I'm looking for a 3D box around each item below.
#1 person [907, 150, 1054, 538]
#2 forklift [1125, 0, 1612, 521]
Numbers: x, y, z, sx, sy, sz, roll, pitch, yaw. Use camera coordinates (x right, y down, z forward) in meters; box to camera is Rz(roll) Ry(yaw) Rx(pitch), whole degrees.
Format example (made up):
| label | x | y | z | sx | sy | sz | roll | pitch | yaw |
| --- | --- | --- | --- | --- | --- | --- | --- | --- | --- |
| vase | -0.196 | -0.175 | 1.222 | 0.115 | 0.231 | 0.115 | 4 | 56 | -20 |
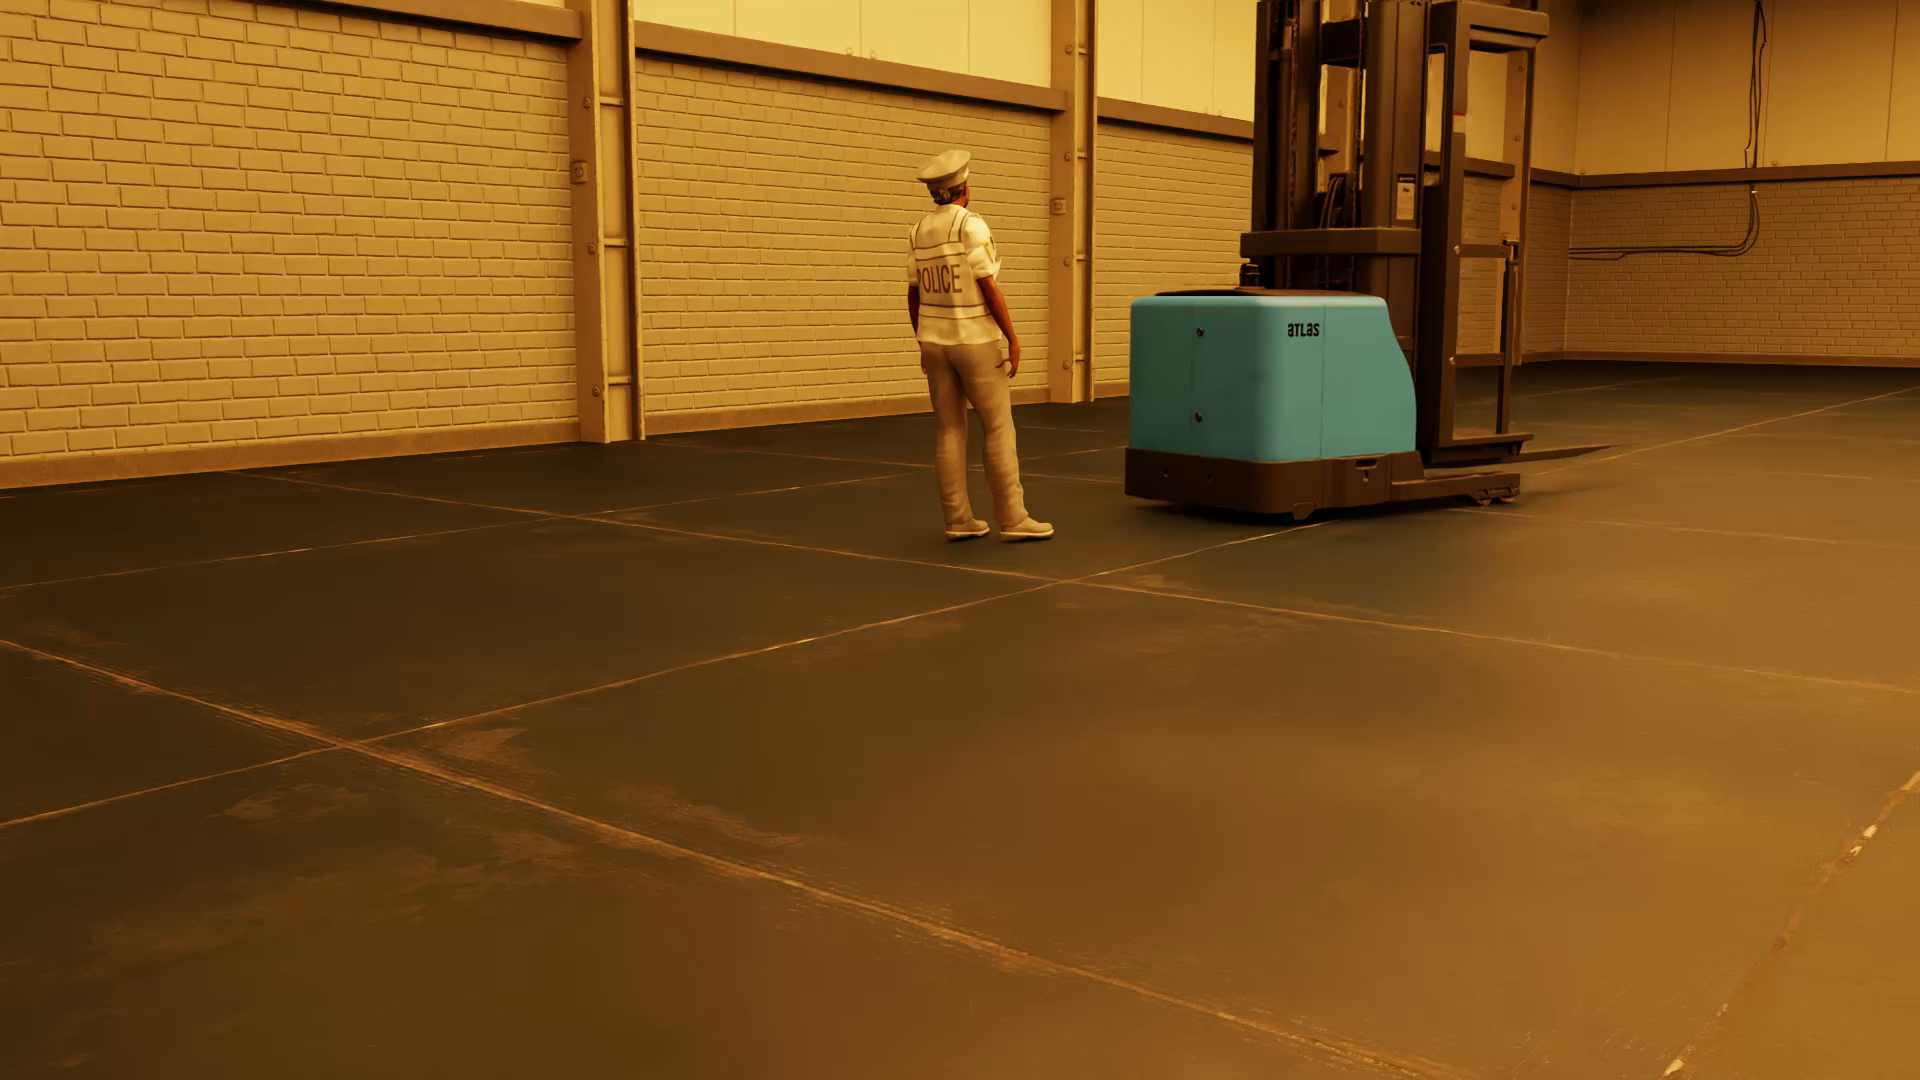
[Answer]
| label | x | y | z | sx | sy | sz | roll | pitch | yaw |
| --- | --- | --- | --- | --- | --- | --- | --- | --- | --- |
| person | 0.062 | -0.853 | 7.327 | 0.570 | 1.697 | 0.528 | 7 | 11 | 38 |
| forklift | 2.337 | -1.685 | 8.794 | 3.031 | 2.935 | 1.130 | -6 | 10 | -35 |
